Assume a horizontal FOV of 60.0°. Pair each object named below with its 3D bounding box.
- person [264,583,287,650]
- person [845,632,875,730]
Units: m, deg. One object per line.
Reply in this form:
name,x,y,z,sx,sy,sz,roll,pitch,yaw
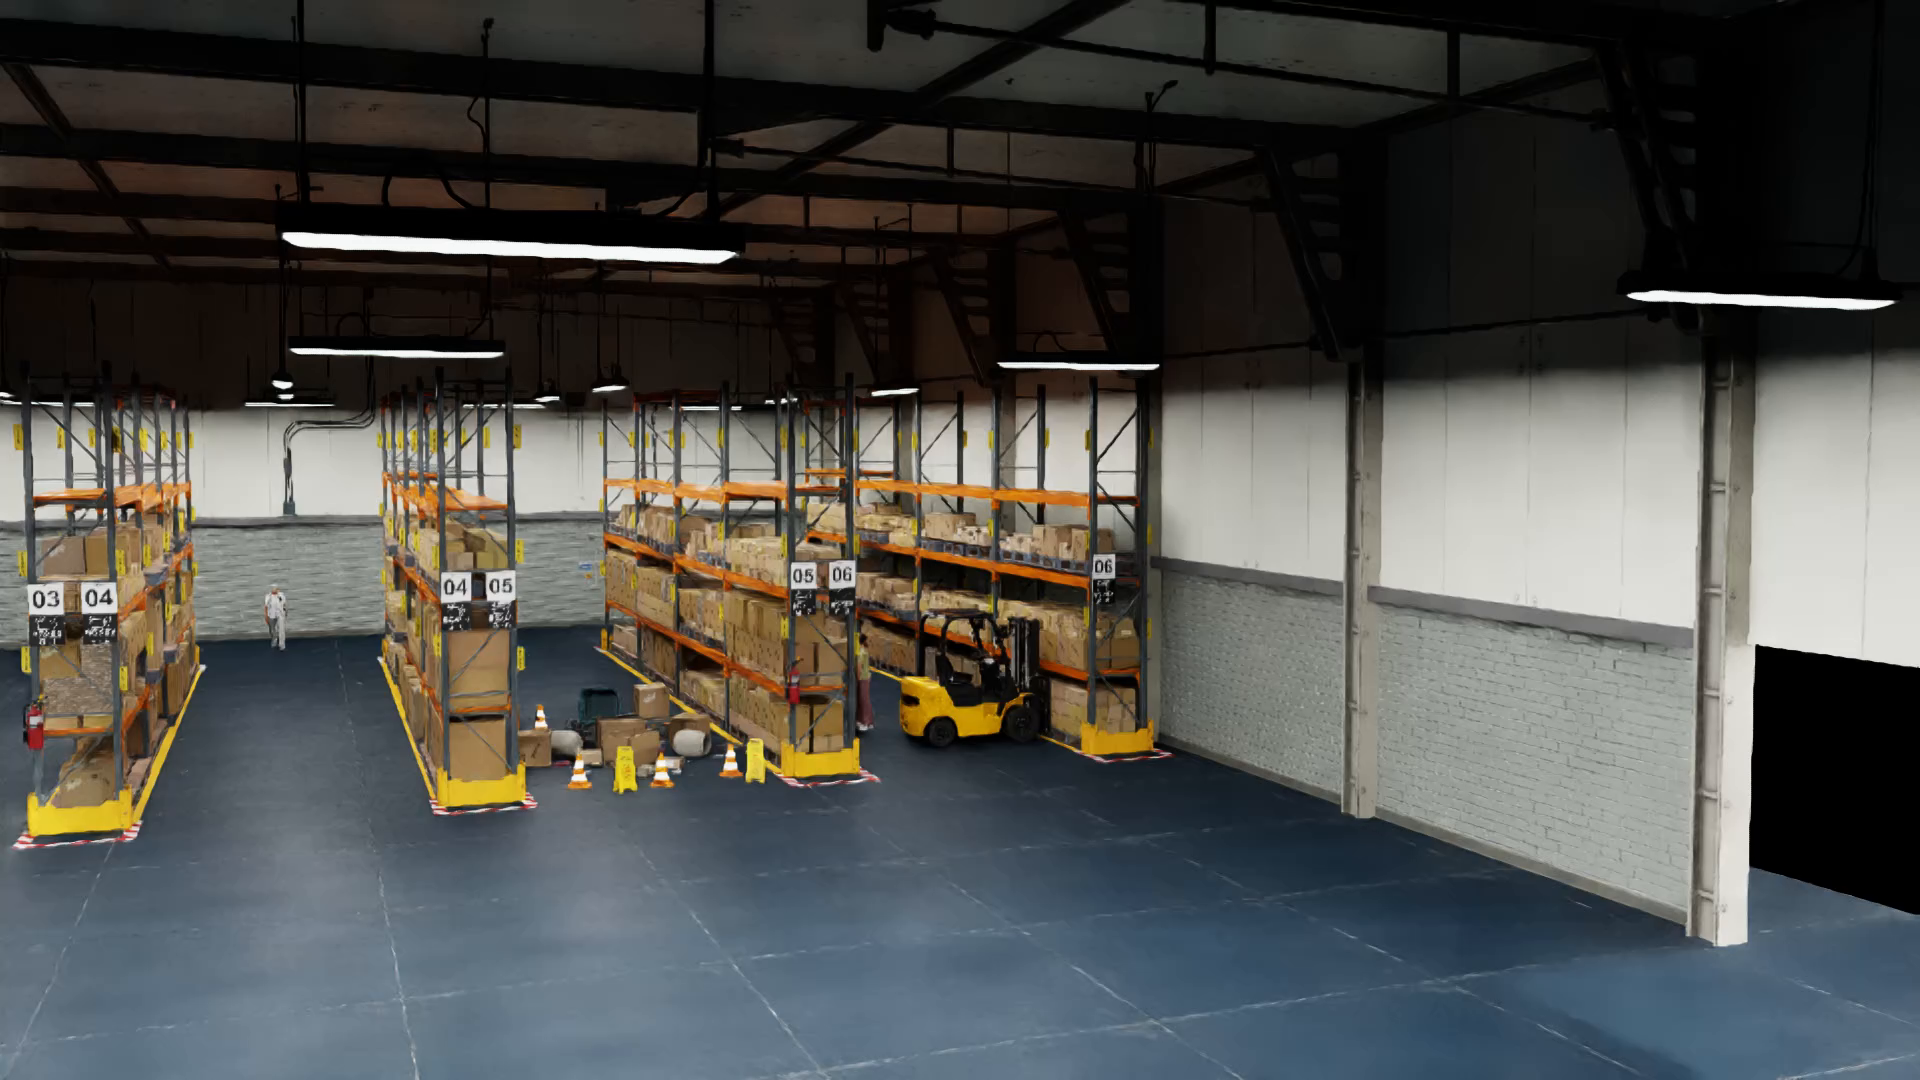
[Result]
person,-16.355,1.808,39.739,0.497,1.583,1.090,-1,4,-20
person,-1.732,2.425,28.748,0.569,1.661,0.560,1,3,10
